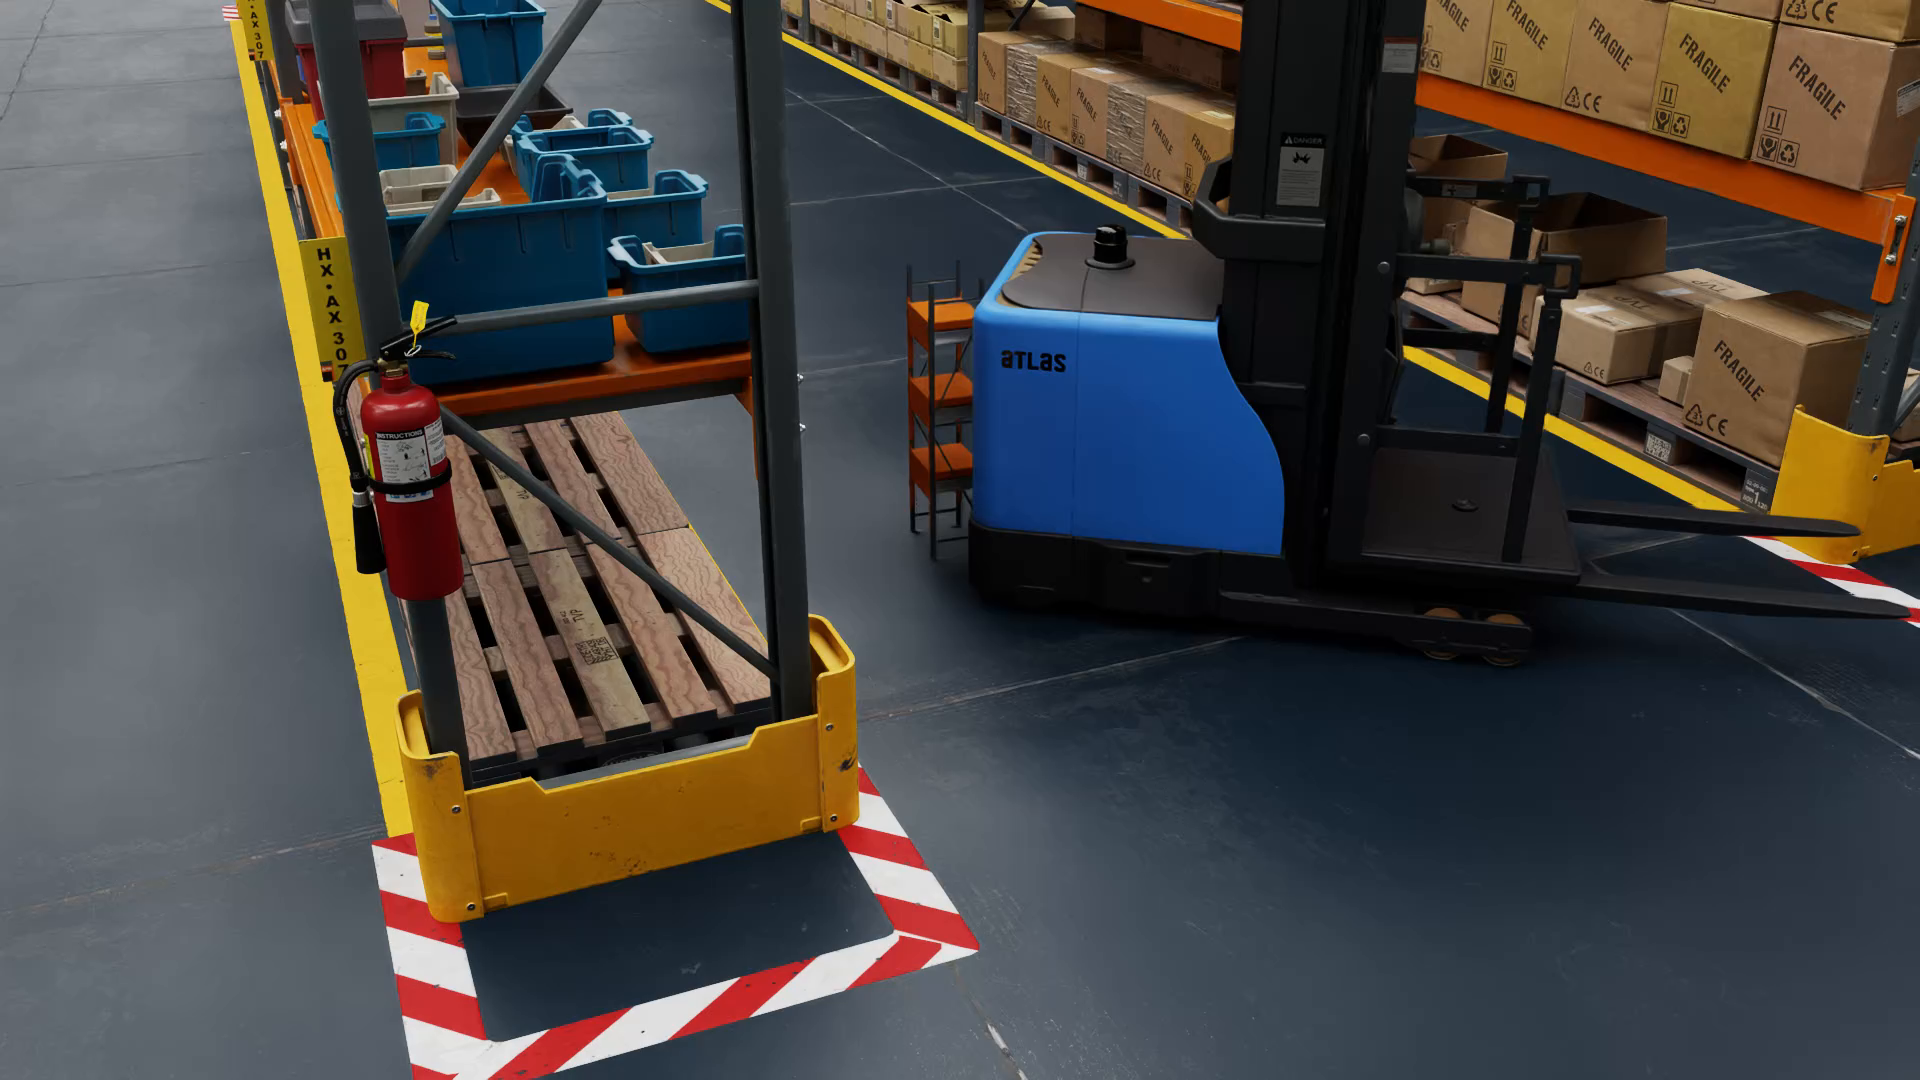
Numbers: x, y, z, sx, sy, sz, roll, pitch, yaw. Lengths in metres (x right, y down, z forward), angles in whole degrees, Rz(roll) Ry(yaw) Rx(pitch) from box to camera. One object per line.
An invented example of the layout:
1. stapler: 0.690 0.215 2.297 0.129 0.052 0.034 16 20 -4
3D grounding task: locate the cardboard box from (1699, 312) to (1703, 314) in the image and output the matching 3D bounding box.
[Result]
1. cardboard box: 3.524 -0.819 7.141 0.500 0.250 0.500 -11 28 -21

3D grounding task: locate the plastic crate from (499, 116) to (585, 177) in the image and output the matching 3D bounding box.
1. plastic crate: -1.495 -1.409 5.949 0.293 0.136 0.466 -11 28 -21

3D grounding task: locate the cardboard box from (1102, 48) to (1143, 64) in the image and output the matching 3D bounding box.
1. cardboard box: 1.323 -3.144 11.619 0.500 0.500 0.500 -12 28 -22

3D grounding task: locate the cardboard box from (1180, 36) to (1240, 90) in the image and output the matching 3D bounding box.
1. cardboard box: 1.749 -3.054 10.579 0.500 0.250 0.500 -11 28 -20

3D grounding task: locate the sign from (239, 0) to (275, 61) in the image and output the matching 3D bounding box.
1. sign: -2.961 -2.183 6.986 0.100 0.325 0.005 -11 28 -21

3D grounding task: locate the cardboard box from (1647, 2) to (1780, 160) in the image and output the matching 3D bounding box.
1. cardboard box: 3.040 -1.774 6.352 0.500 0.500 0.500 -10 28 -20

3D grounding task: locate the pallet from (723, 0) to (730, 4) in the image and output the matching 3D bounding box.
1. pallet: -2.256 -6.291 18.895 1.003 0.211 1.213 -11 28 -21

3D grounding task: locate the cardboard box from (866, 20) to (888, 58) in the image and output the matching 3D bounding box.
1. cardboard box: -0.495 -4.358 14.412 0.500 0.250 0.500 -10 28 -20

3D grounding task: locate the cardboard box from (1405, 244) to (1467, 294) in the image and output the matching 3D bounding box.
1. cardboard box: 2.419 -1.372 8.369 0.380 0.166 0.250 -11 28 -21

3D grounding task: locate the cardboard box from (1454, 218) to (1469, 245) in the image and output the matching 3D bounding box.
1. cardboard box: 2.883 -1.507 8.481 0.500 0.311 0.500 -11 28 -21

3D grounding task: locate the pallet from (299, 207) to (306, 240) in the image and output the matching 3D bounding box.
1. pallet: -3.199 -1.711 9.513 1.003 0.211 1.213 -11 28 -21

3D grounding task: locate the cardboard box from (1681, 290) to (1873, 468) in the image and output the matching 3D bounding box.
1. cardboard box: 3.232 -0.638 6.486 0.500 0.500 0.500 -11 28 -21

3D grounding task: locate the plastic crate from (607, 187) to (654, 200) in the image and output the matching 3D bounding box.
1. plastic crate: -0.996 -1.019 5.151 0.250 0.136 0.298 -11 28 -21

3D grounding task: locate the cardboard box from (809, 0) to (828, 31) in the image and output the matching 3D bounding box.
1. cardboard box: -1.098 -4.979 15.684 0.500 0.250 0.500 -11 28 -22

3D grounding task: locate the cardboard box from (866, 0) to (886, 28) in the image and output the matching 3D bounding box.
1. cardboard box: -0.492 -4.606 14.281 0.500 0.311 0.500 -10 28 -19

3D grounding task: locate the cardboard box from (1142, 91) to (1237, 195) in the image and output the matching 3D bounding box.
1. cardboard box: 1.463 -2.427 10.149 0.500 0.500 0.500 -10 28 -20

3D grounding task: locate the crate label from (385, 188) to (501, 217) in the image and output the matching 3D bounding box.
1. crate label: -1.605 -0.971 5.053 0.396 0.136 0.243 -11 28 -21

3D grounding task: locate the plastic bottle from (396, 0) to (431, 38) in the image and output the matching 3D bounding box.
1. plastic bottle: -2.787 -2.696 8.495 0.152 0.276 0.135 -11 28 -21

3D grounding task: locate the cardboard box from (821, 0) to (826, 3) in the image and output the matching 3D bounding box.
1. cardboard box: -1.095 -5.227 15.552 0.500 0.311 0.500 -10 28 -20

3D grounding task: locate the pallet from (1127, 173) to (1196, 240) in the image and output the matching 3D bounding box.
1. pallet: 1.752 -2.070 10.250 1.003 0.211 1.213 -11 28 -21

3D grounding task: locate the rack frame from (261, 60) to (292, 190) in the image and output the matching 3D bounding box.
1. rack frame: -4.020 -3.767 10.546 1.000 3.000 0.127 -11 28 -21

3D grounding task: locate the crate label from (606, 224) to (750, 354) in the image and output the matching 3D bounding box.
1. crate label: -0.681 -0.645 4.275 0.416 0.233 0.303 -11 28 -21

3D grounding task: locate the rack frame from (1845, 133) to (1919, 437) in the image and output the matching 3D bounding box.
1. rack frame: 3.672 -1.387 5.671 1.000 3.000 0.127 -11 28 -21

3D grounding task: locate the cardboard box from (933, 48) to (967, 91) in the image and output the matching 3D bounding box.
1. cardboard box: 0.108 -3.740 13.146 0.500 0.250 0.500 -10 28 -19

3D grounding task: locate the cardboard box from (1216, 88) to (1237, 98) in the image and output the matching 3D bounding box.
1. cardboard box: 1.921 -2.526 10.353 0.500 0.500 0.500 -10 28 -20

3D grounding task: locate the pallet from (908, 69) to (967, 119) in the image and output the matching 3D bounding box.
1. pallet: 0.252 -3.702 13.592 1.003 0.211 1.213 -11 28 -21

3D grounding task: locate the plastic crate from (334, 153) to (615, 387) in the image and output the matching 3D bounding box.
1. plastic crate: -1.190 -0.683 4.121 0.616 0.435 0.499 -11 28 -21

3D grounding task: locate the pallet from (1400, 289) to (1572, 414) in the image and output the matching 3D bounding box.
1. pallet: 2.855 -0.978 8.012 1.003 0.211 1.213 -11 28 -21

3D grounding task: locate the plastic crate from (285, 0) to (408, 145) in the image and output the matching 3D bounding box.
1. plastic crate: -2.335 -1.804 6.385 0.402 0.464 0.583 -11 28 -21

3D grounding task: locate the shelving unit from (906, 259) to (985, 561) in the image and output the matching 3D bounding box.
1. shelving unit: -0.051 -0.461 5.998 0.215 1.050 0.252 -9 27 -17

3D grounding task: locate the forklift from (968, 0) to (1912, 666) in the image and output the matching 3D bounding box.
1. forklift: 1.600 -1.163 5.291 3.031 2.935 1.130 6 27 11

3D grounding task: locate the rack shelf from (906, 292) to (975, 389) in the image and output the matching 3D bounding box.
1. rack shelf: -0.051 -0.707 5.878 0.215 0.259 0.240 -9 27 -17

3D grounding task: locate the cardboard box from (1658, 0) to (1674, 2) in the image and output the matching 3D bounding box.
1. cardboard box: 2.839 -2.426 6.546 0.500 0.500 0.500 -10 28 -19

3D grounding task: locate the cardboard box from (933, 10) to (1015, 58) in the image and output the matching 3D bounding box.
1. cardboard box: 0.107 -3.991 13.020 0.500 0.311 0.500 -10 28 -19

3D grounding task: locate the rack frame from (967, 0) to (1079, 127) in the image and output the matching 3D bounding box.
1. rack frame: 0.539 -4.616 12.286 1.000 3.000 0.127 -11 28 -21

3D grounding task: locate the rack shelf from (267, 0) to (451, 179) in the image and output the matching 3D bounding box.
1. rack shelf: -3.237 -2.636 9.050 1.077 0.370 4.000 -11 28 -21

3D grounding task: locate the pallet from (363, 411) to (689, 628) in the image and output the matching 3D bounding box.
1. pallet: -1.649 -0.115 6.246 1.003 0.211 1.213 -11 28 -21

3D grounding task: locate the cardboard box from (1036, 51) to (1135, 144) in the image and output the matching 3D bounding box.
1. cardboard box: 0.856 -3.044 11.414 0.500 0.500 0.500 -11 28 -21

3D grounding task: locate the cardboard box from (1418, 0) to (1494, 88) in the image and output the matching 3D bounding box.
1. cardboard box: 2.452 -2.385 7.603 0.500 0.500 0.500 -11 28 -21

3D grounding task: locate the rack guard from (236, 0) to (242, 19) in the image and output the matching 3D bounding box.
1. rack guard: -7.080 -5.850 17.663 1.175 0.500 0.348 -11 28 -21
